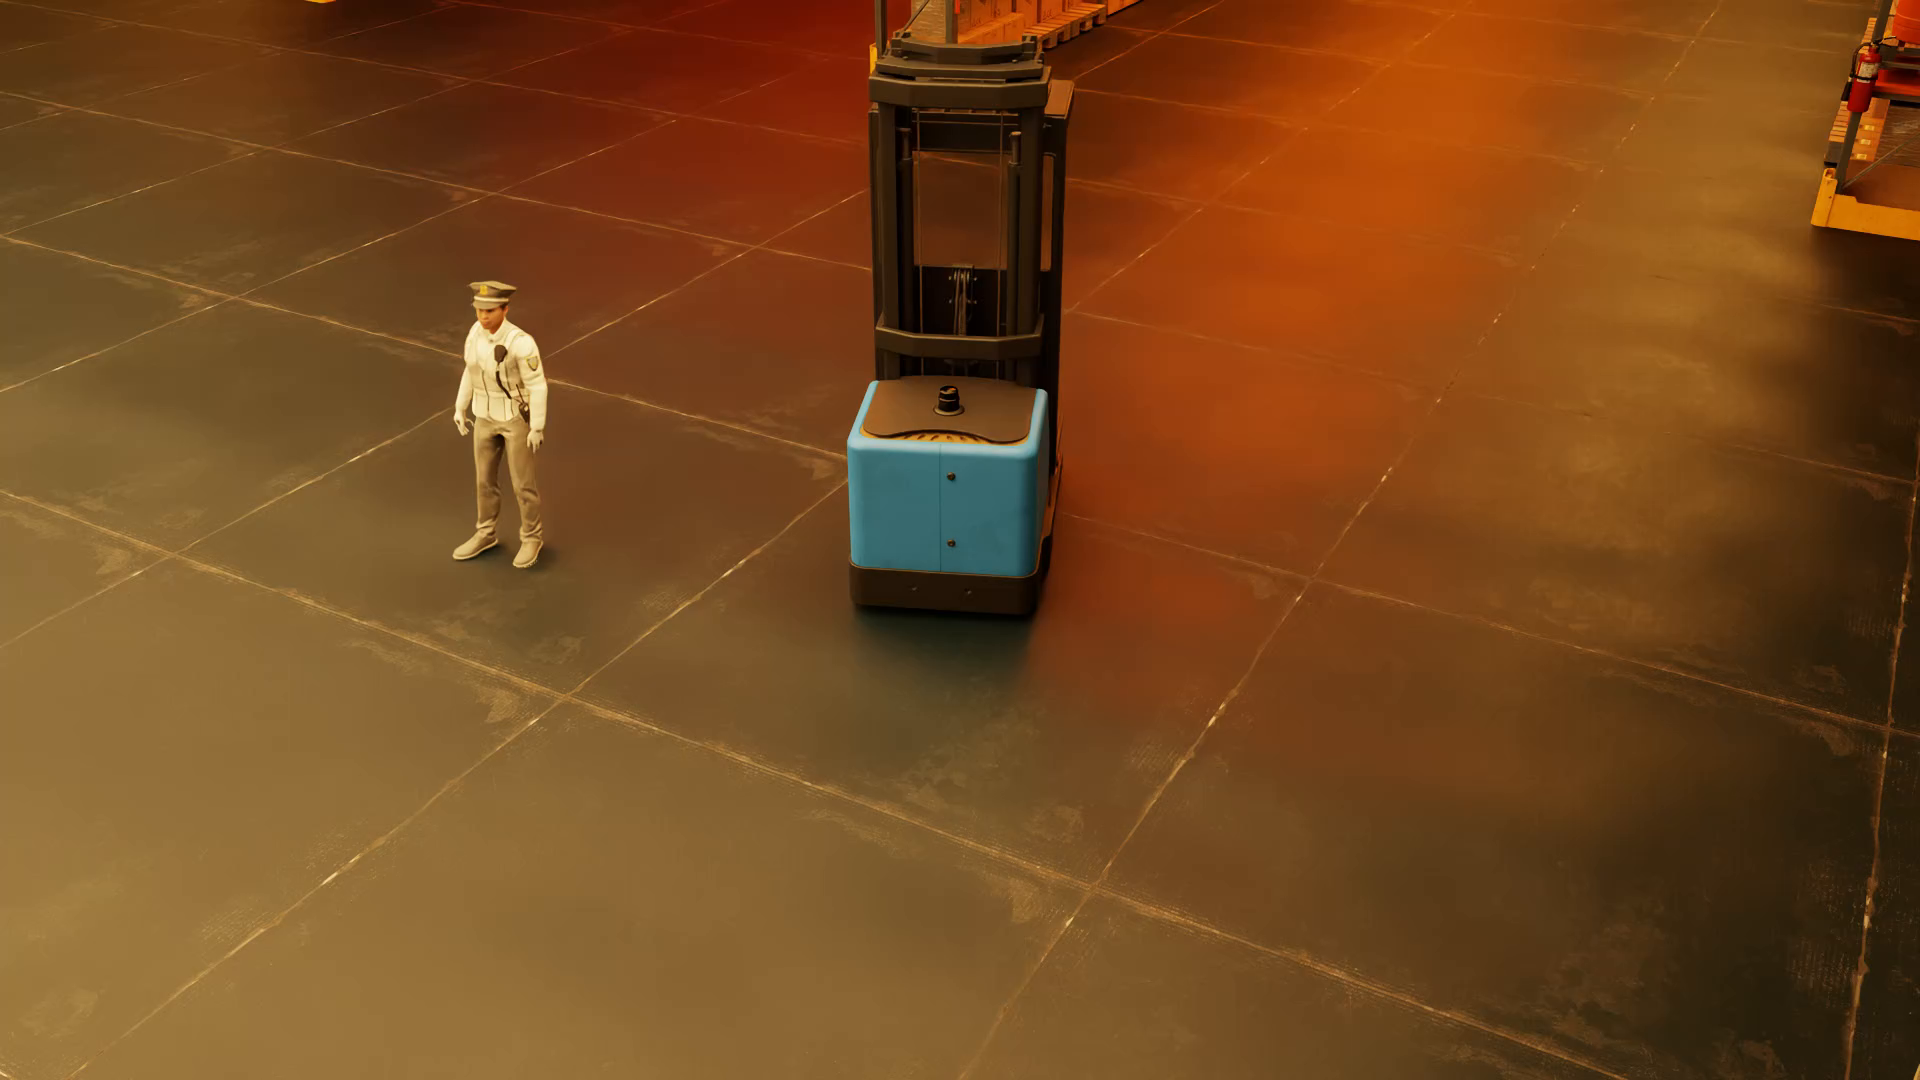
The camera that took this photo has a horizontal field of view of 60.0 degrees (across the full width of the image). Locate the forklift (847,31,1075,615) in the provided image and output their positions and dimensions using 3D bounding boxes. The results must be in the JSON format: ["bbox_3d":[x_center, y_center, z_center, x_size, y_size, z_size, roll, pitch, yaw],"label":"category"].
[{"bbox_3d":[0.072,-1.572,9.794,1.130,2.935,3.031,3,30,6],"label":"forklift"}]

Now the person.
[{"bbox_3d":[-2.634,-0.653,9.449,0.606,1.705,0.477,14,33,23],"label":"person"}]
